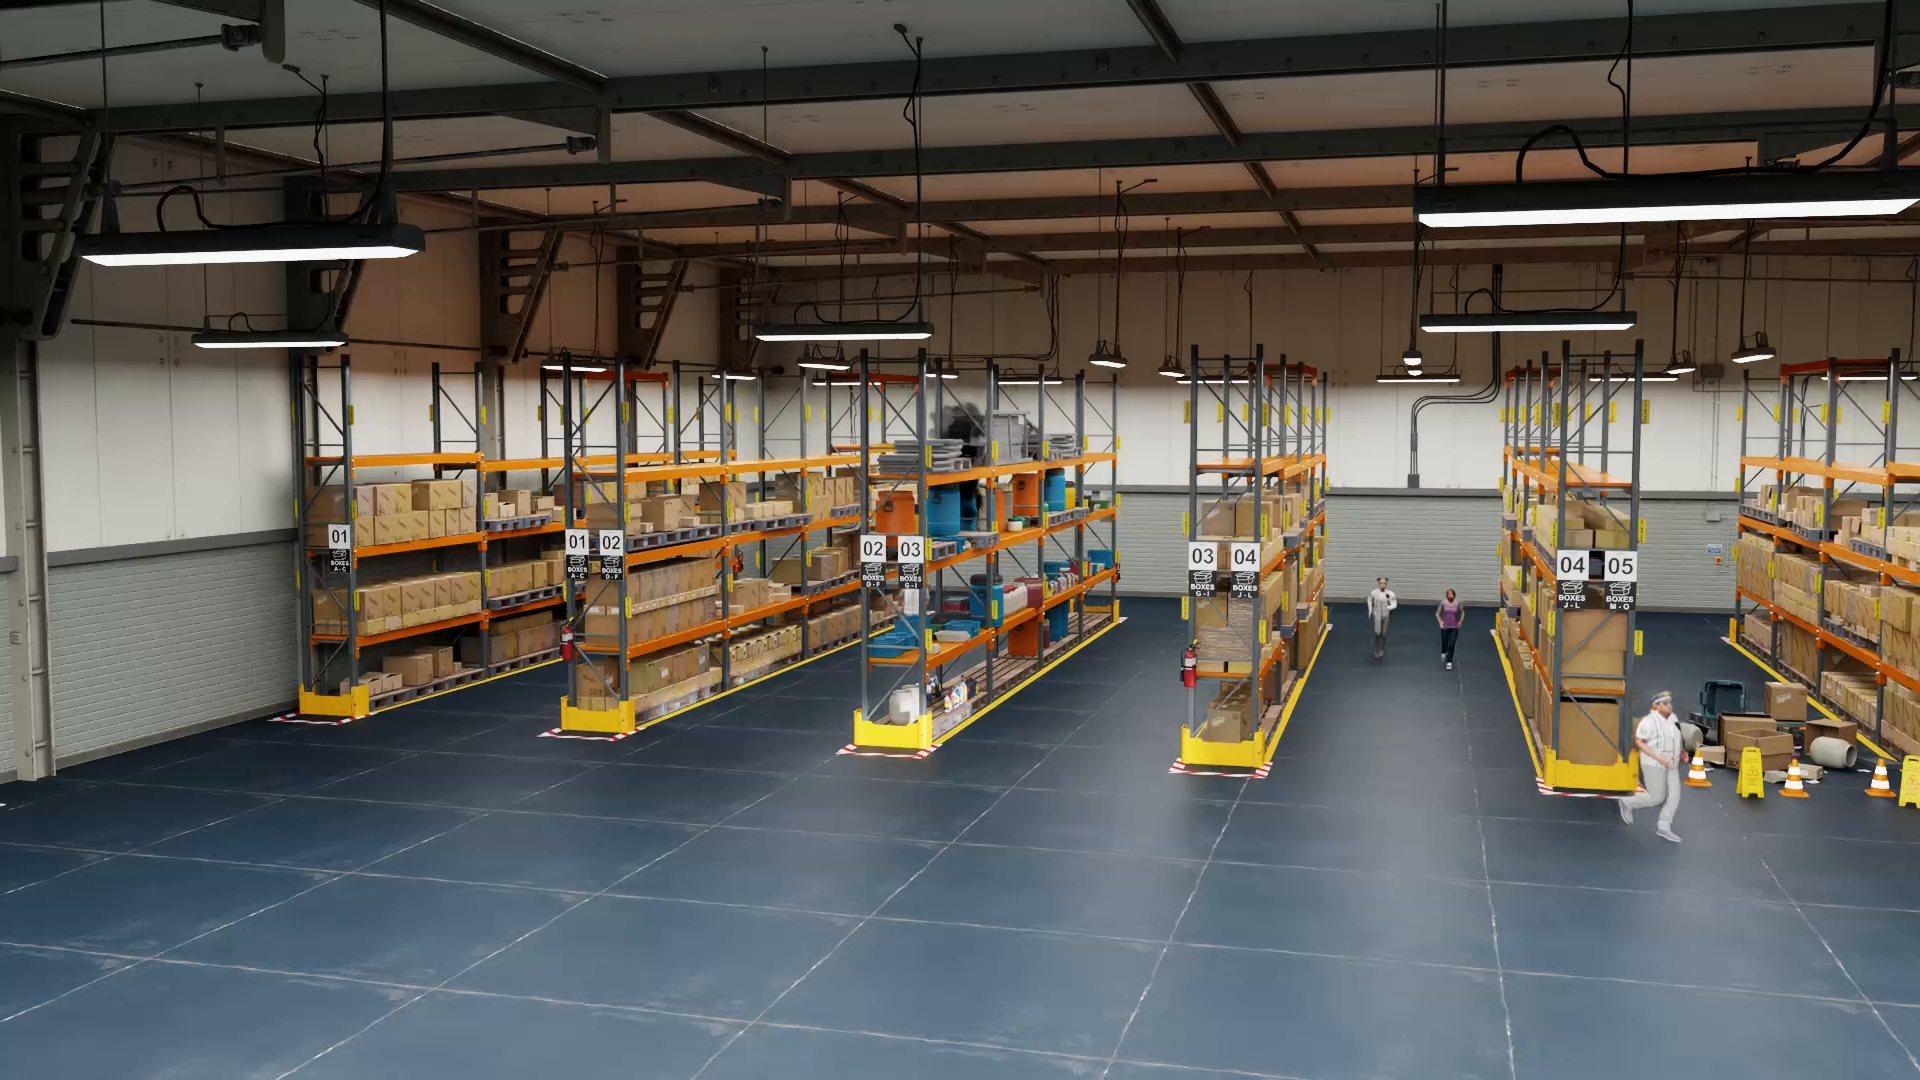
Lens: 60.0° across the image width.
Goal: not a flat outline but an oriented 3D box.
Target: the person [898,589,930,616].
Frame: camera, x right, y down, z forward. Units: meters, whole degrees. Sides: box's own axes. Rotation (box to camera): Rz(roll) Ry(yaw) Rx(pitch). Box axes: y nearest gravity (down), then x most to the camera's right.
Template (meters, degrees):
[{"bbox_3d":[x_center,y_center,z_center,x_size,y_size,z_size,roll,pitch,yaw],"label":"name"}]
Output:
[{"bbox_3d":[-0.963,1.542,34.574,0.683,1.734,0.592,0,4,4],"label":"person"}]

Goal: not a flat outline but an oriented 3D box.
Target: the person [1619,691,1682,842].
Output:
[{"bbox_3d":[8.245,2.657,19.779,0.346,1.775,0.749,-2,5,-26],"label":"person"}]

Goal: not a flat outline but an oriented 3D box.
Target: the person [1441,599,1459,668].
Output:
[{"bbox_3d":[9.755,1.857,33.116,0.349,1.359,0.543,1,4,14],"label":"person"}]

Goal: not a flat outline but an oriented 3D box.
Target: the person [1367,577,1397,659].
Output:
[{"bbox_3d":[8.706,1.596,34.320,0.579,1.721,0.649,1,4,10],"label":"person"}]
